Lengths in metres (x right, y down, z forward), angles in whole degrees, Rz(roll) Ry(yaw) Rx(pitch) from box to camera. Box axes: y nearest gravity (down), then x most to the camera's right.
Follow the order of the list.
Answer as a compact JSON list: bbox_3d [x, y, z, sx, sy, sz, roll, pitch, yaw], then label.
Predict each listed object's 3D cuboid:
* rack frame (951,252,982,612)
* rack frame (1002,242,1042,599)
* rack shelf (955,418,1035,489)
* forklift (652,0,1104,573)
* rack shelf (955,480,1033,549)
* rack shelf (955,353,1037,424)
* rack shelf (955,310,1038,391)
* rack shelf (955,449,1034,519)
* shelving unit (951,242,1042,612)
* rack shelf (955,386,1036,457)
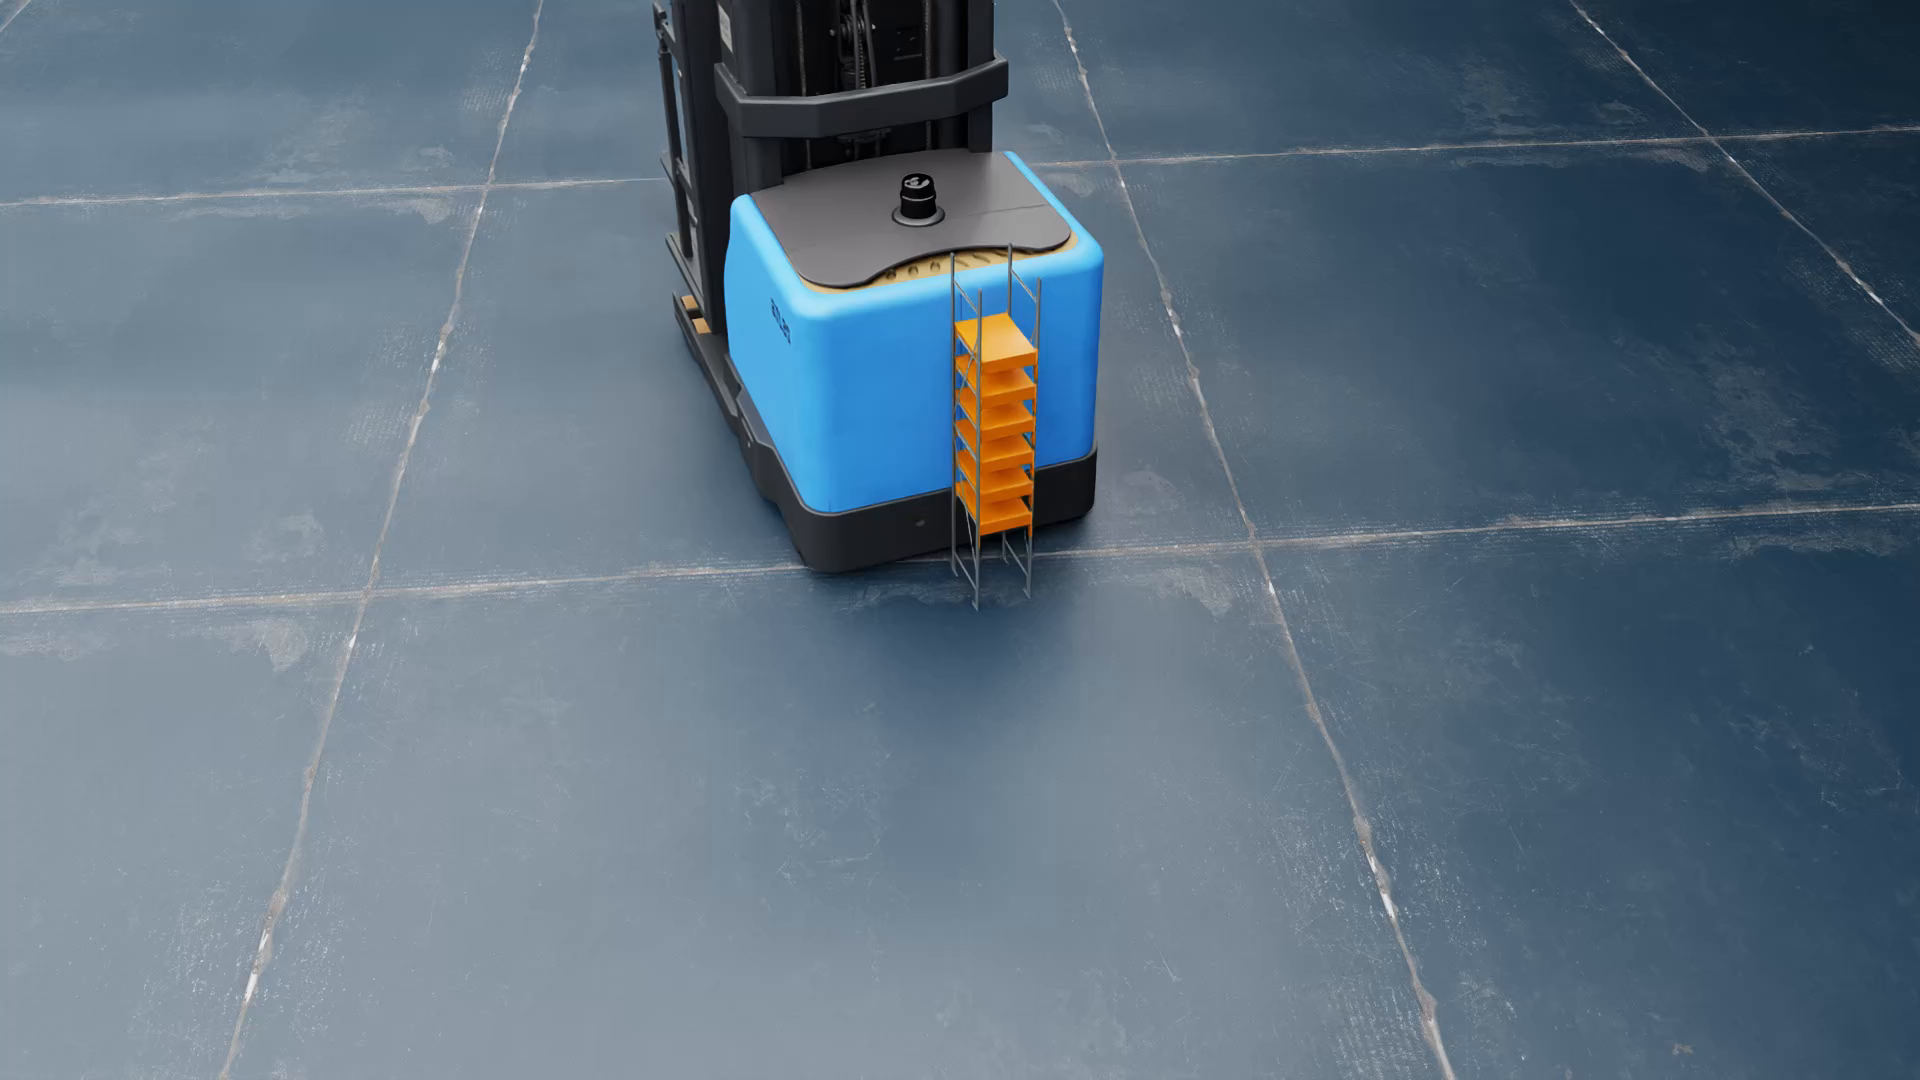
[{"bbox_3d":[0.017,-0.304,5.167,0.006,1.200,0.240,-13,40,-16],"label":"rack frame"},{"bbox_3d":[0.188,-0.344,5.218,0.006,1.200,0.240,-13,40,-16],"label":"rack frame"},{"bbox_3d":[0.103,-0.290,5.220,0.180,0.103,0.258,-13,40,-16],"label":"rack shelf"},{"bbox_3d":[-0.526,-1.958,5.865,1.130,2.935,3.031,-13,40,-16],"label":"forklift"},{"bbox_3d":[0.102,-0.101,5.369,0.180,0.103,0.258,-13,40,-16],"label":"rack shelf"},{"bbox_3d":[0.103,-0.478,5.071,0.180,0.103,0.258,-13,40,-16],"label":"rack shelf"},{"bbox_3d":[0.103,-0.572,4.996,0.180,0.103,0.258,-13,40,-16],"label":"rack shelf"},{"bbox_3d":[0.103,-0.196,5.294,0.180,0.103,0.258,-13,40,-16],"label":"rack shelf"},{"bbox_3d":[0.103,-0.324,5.192,0.189,1.200,0.258,-13,40,-16],"label":"shelving unit"},{"bbox_3d":[0.103,-0.384,5.145,0.180,0.103,0.258,-13,40,-16],"label":"rack shelf"}]
